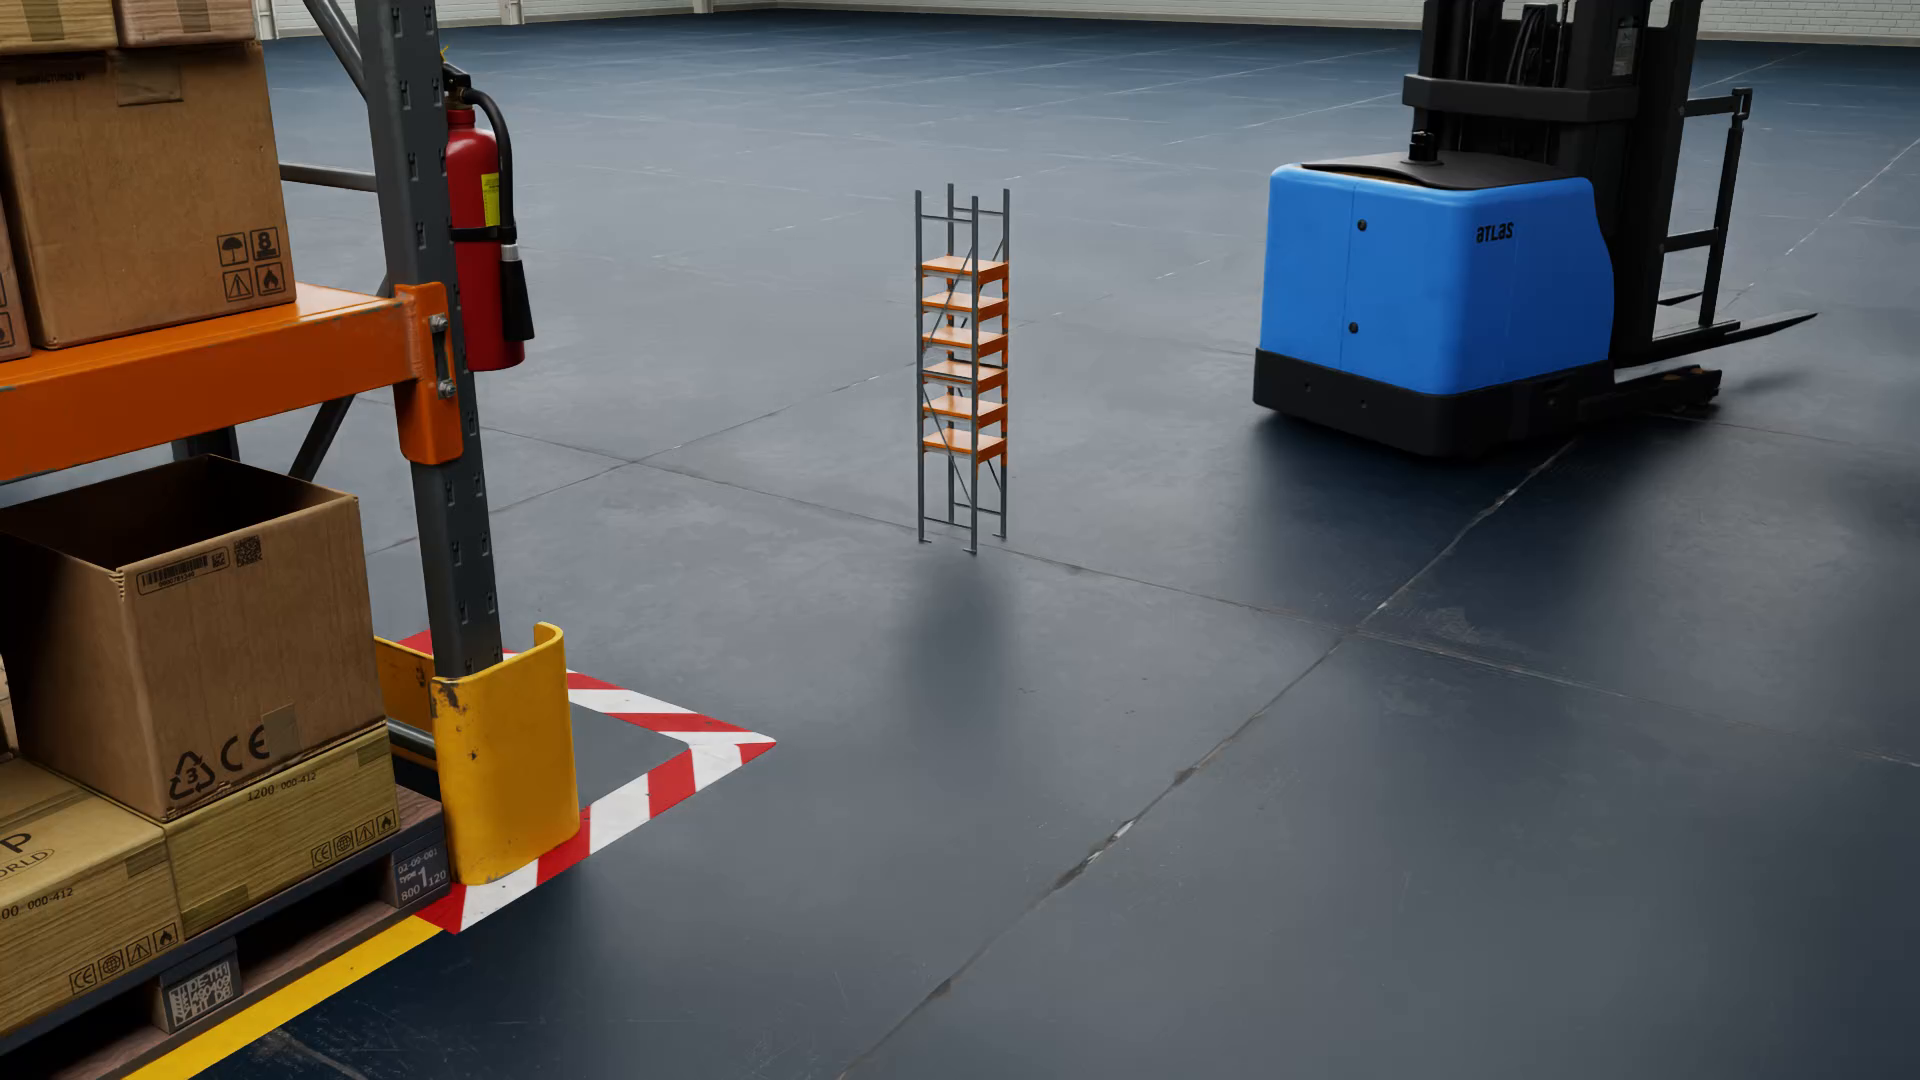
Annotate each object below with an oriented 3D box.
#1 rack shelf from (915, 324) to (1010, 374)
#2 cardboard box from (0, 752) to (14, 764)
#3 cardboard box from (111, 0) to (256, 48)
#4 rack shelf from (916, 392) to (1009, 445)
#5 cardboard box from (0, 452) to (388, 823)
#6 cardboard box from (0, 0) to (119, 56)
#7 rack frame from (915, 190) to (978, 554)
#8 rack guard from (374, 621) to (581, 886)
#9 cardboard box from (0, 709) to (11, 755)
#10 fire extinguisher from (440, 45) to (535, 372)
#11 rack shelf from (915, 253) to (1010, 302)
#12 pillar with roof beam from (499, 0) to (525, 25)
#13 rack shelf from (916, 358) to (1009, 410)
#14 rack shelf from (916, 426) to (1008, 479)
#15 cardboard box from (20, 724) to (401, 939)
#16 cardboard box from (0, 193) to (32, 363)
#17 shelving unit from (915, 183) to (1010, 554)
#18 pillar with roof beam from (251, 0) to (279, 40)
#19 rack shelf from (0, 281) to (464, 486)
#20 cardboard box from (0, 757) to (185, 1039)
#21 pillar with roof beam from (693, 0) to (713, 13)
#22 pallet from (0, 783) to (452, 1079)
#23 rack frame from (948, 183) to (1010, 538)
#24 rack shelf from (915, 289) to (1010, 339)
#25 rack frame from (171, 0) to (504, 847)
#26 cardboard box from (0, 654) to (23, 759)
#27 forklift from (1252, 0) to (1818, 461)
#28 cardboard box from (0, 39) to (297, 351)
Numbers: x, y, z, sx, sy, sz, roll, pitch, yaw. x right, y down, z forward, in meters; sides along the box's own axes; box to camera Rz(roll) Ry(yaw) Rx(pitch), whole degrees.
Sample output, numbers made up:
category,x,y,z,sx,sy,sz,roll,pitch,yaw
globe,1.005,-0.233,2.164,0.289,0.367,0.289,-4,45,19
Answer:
category,x,y,z,sx,sy,sz,roll,pitch,yaw
rack shelf,0.008,-0.638,5.542,0.258,0.103,0.180,13,24,32
cardboard box,-2.227,0.560,3.284,0.500,0.250,0.500,13,24,32
cardboard box,-1.521,-0.991,3.042,0.380,0.149,0.250,13,24,31
rack shelf,0.008,-0.413,5.625,0.258,0.103,0.180,13,24,32
cardboard box,-1.519,0.166,3.270,0.500,0.500,0.500,13,24,32
cardboard box,-1.667,-0.916,2.838,0.380,0.149,0.250,14,24,33
rack frame,-0.043,-0.541,5.497,0.240,1.200,0.006,13,24,32
rack guard,-1.450,0.379,4.021,1.175,0.500,0.348,13,24,32
cardboard box,-2.228,0.208,3.155,0.500,0.500,0.500,13,24,32
fire extinguisher,-1.013,-0.694,3.429,0.296,0.674,0.183,13,24,32
rack shelf,0.008,-0.863,5.459,0.258,0.103,0.180,13,24,32
pillar with roof beam,-6.043,-14.456,31.874,9.100,9.000,0.400,13,24,32
rack shelf,0.008,-0.525,5.583,0.258,0.103,0.180,13,24,32
rack shelf,0.008,-0.300,5.667,0.258,0.103,0.180,13,24,32
cardboard box,-1.521,0.517,3.401,0.500,0.250,0.500,13,24,32
cardboard box,-2.028,-0.551,2.786,0.700,0.500,0.500,14,24,33
shelving unit,0.008,-0.567,5.568,0.258,1.200,0.189,13,24,32
pillar with roof beam,-9.415,-12.734,27.220,9.100,9.000,0.400,13,24,32
rack shelf,-2.588,0.124,2.142,1.077,0.370,4.000,13,24,32
cardboard box,-1.792,0.663,3.007,0.500,0.250,0.500,13,24,32
pillar with roof beam,-2.670,-16.177,36.528,9.100,9.000,0.400,13,24,32
pallet,-1.859,0.748,3.437,1.003,0.211,1.213,13,24,32
rack frame,0.060,-0.593,5.639,0.240,1.200,0.006,13,24,32
rack shelf,0.008,-0.750,5.500,0.258,0.103,0.180,13,24,32
rack frame,-1.464,-0.787,3.569,1.000,3.000,0.127,13,24,32
cardboard box,-1.949,0.416,3.674,0.500,0.250,0.500,13,24,32
forklift,2.760,-2.067,7.127,3.031,2.935,1.130,-14,24,-33
cardboard box,-1.737,-0.702,3.196,0.700,0.500,0.500,13,24,32
